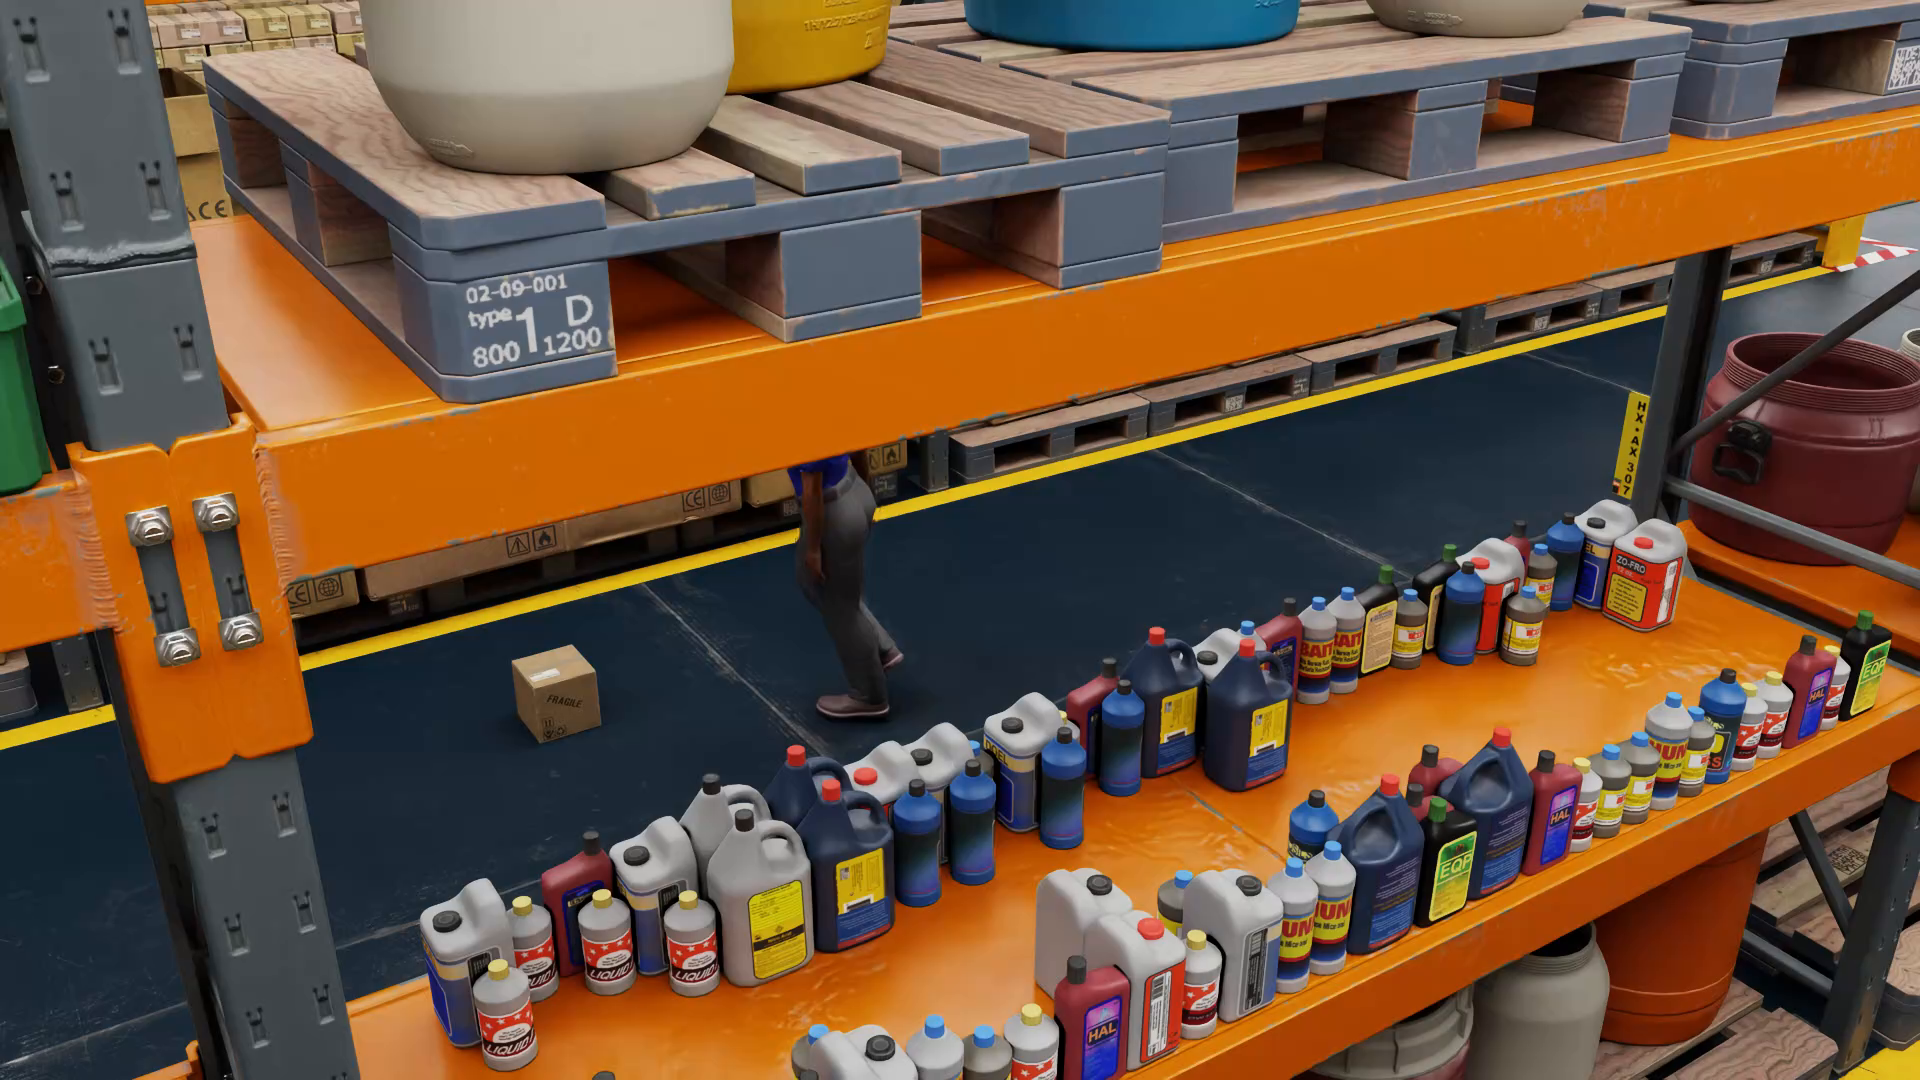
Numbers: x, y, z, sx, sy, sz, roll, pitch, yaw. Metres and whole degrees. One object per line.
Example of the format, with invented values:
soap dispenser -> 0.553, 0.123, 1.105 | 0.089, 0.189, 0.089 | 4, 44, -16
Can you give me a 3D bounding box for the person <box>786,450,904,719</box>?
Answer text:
person -> -0.463, -0.072, 6.243 | 0.454, 1.648, 0.501 | 5, 26, 10
